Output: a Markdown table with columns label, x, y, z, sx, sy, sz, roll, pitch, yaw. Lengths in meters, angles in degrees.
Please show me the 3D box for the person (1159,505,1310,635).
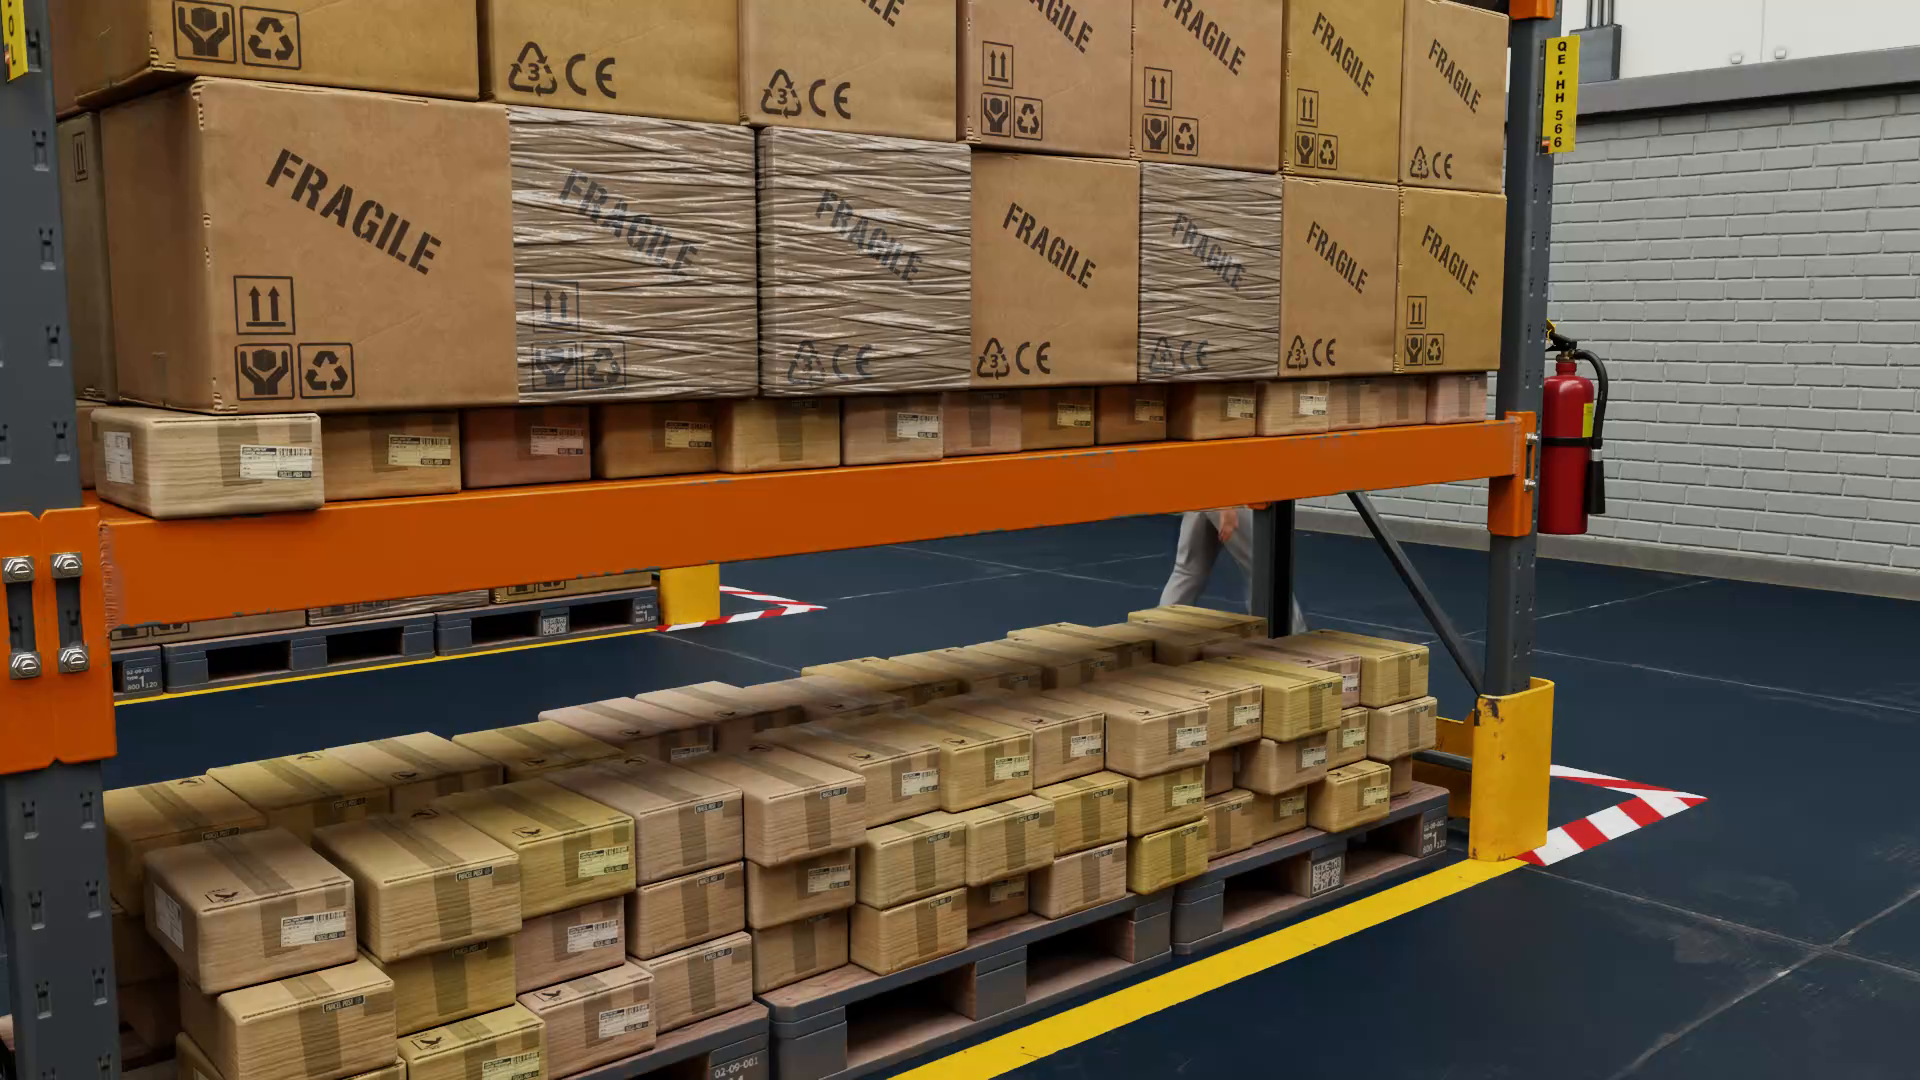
| label | x | y | z | sx | sy | sz | roll | pitch | yaw |
| --- | --- | --- | --- | --- | --- | --- | --- | --- | --- |
| person | 1.225 | -0.181 | 7.057 | 0.887 | 1.632 | 0.524 | -1 | 8 | -8 |
